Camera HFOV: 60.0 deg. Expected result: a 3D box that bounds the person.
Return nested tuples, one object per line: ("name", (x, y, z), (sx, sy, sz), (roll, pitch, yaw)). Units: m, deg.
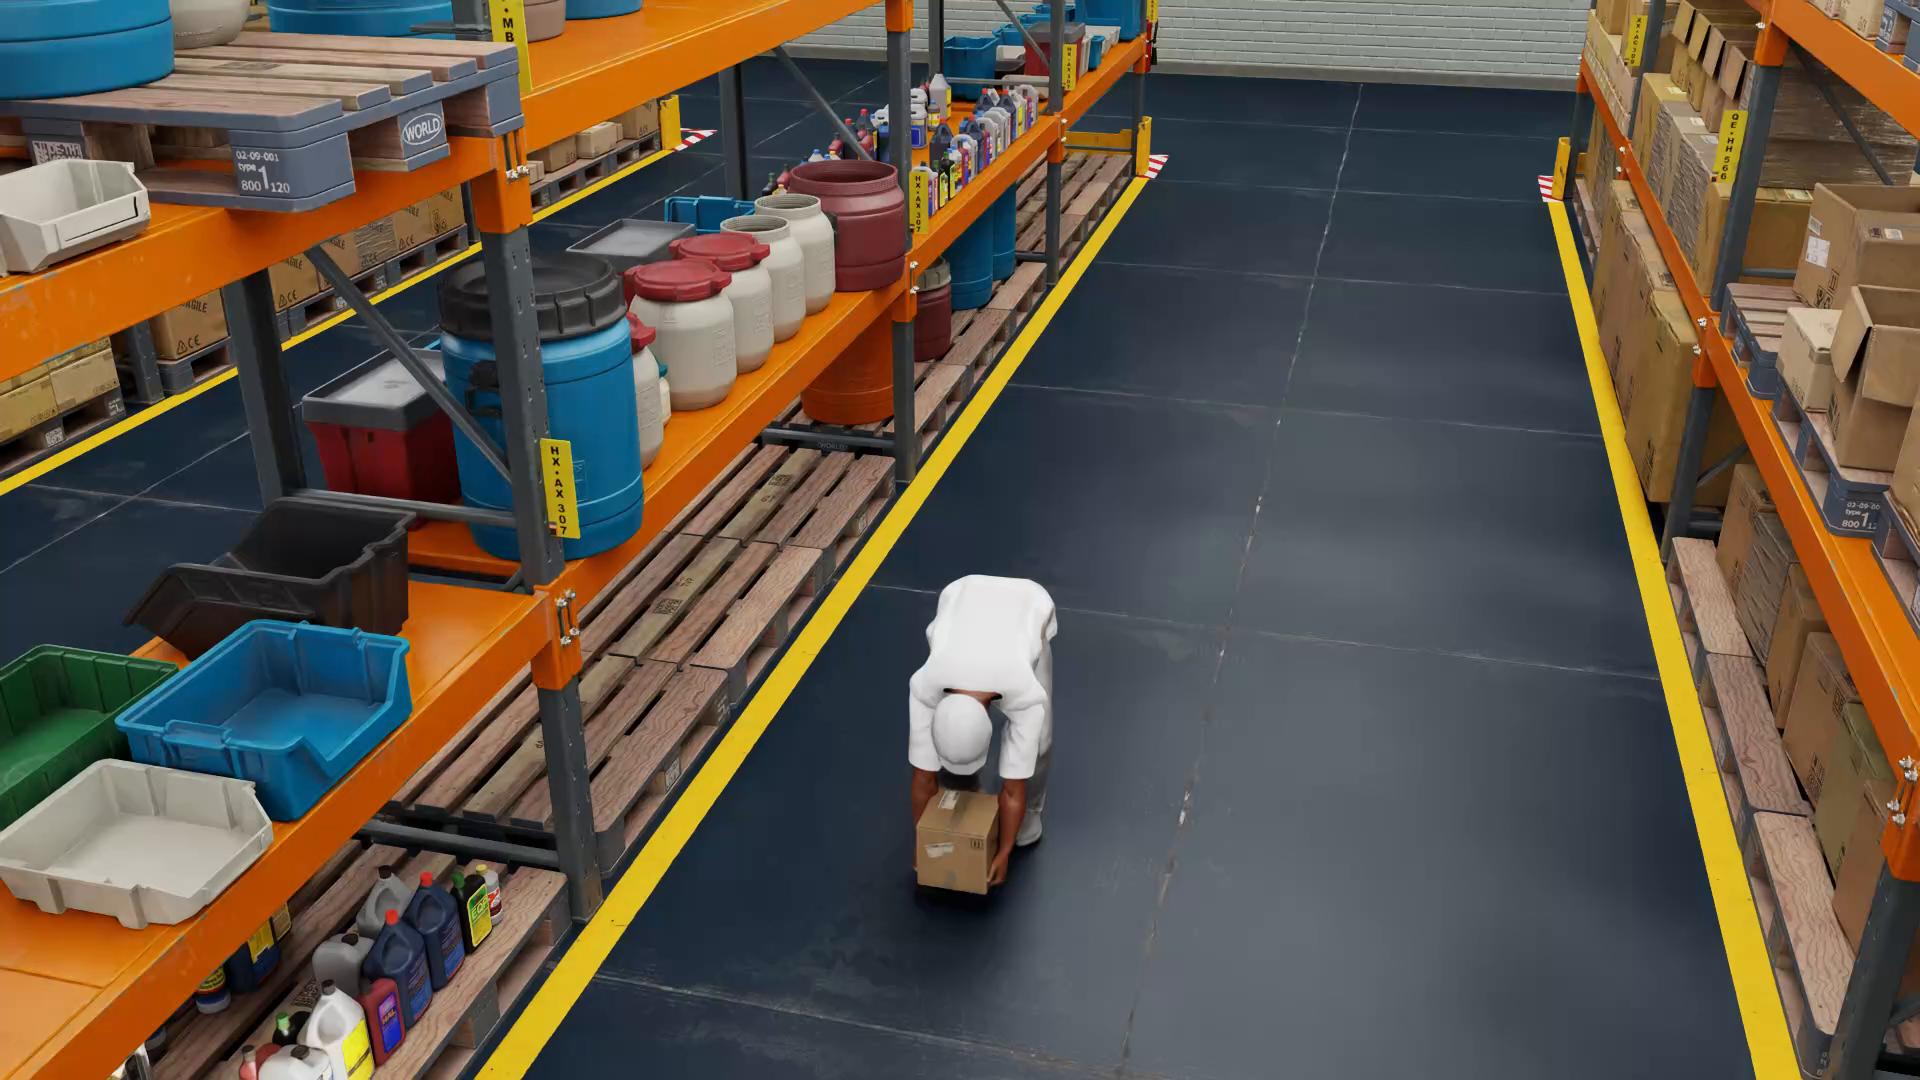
("person", (0.086, 0.700, 5.980), (0.490, 1.006, 0.976), (5, 26, 11))
